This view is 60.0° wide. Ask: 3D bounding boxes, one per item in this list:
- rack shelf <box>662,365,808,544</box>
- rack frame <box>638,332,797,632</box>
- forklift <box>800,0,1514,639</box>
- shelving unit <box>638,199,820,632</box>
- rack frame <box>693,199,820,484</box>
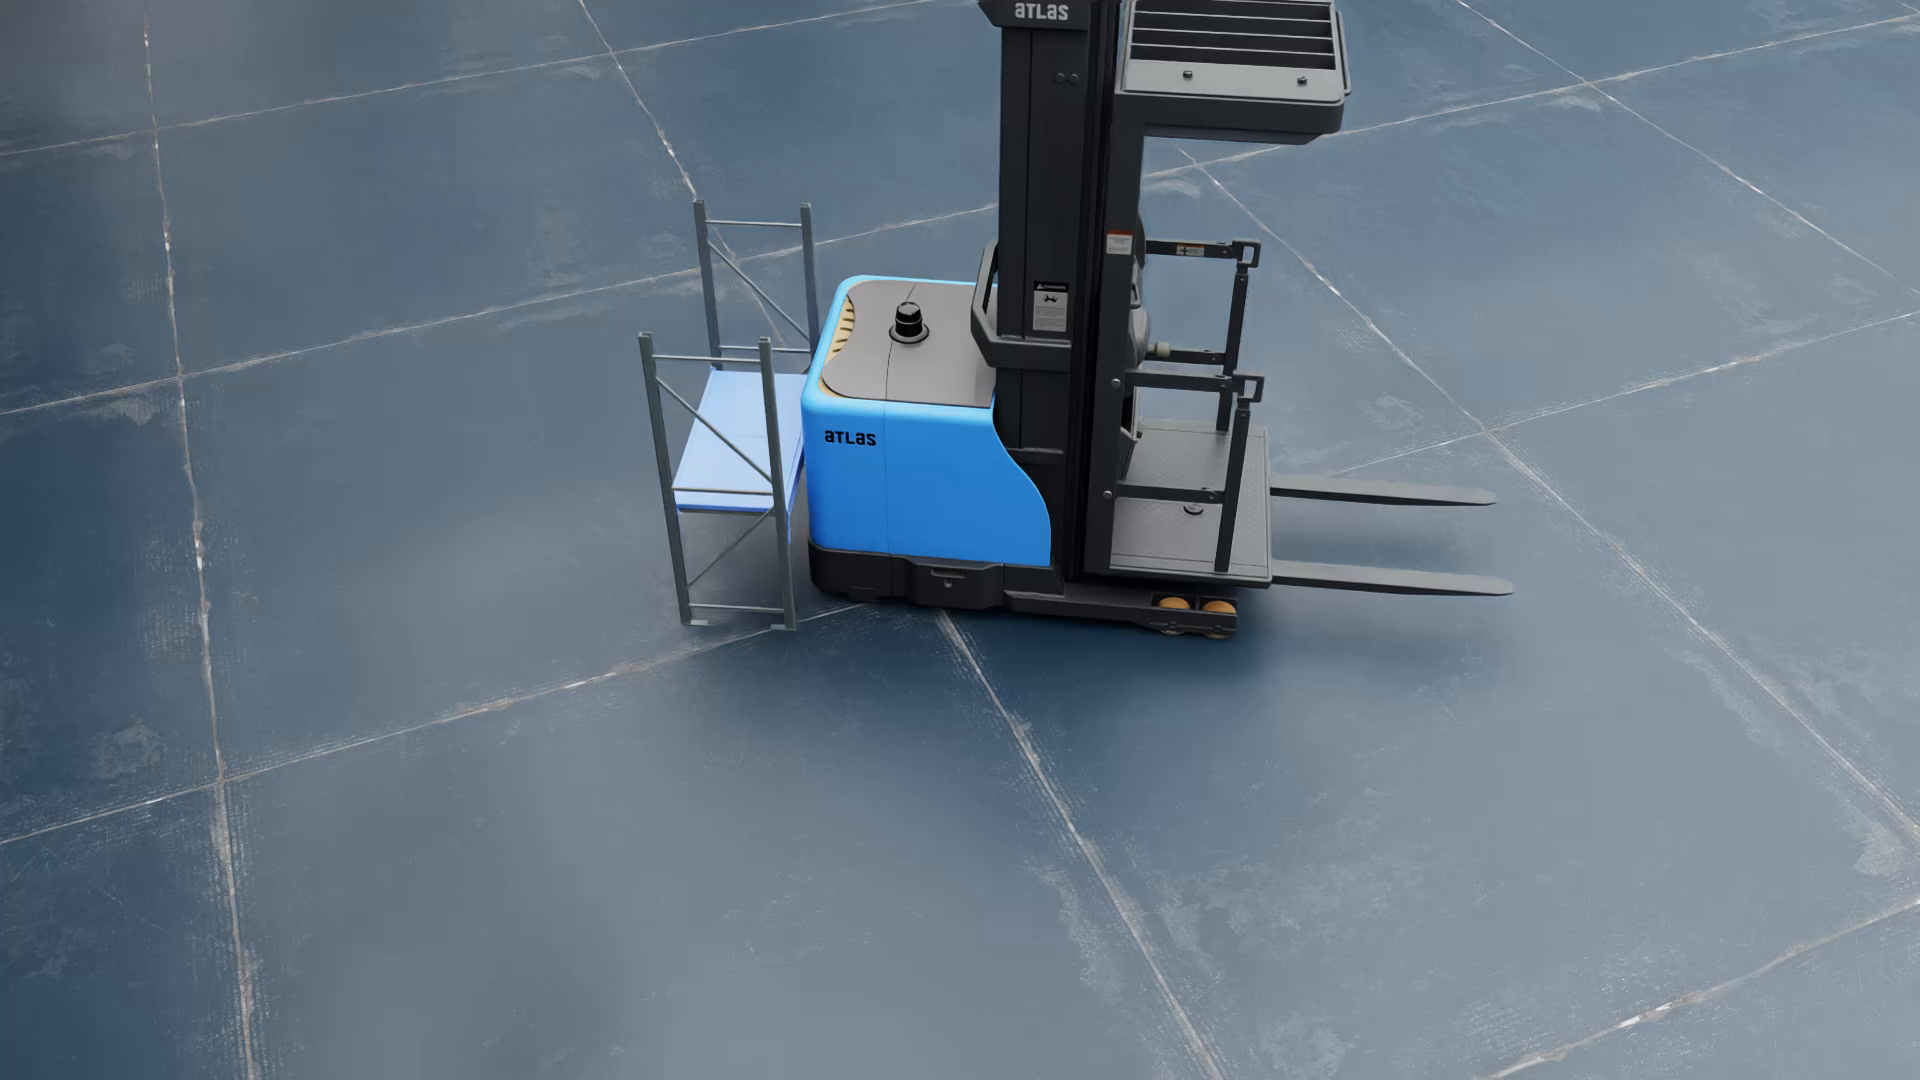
[{"bbox_3d":[-0.920,-0.389,7.247,0.538,0.185,1.000,3,41,4],"label":"rack shelf"},{"bbox_3d":[-0.961,-0.195,6.745,0.500,1.500,0.032,3,41,4],"label":"rack frame"},{"bbox_3d":[0.893,-1.056,6.648,3.031,2.935,1.130,5,41,5],"label":"forklift"},{"bbox_3d":[-0.920,-0.526,7.130,0.538,1.500,1.048,3,41,4],"label":"shelving unit"},{"bbox_3d":[-0.879,-0.856,7.514,0.500,1.500,0.032,3,41,4],"label":"rack frame"}]
